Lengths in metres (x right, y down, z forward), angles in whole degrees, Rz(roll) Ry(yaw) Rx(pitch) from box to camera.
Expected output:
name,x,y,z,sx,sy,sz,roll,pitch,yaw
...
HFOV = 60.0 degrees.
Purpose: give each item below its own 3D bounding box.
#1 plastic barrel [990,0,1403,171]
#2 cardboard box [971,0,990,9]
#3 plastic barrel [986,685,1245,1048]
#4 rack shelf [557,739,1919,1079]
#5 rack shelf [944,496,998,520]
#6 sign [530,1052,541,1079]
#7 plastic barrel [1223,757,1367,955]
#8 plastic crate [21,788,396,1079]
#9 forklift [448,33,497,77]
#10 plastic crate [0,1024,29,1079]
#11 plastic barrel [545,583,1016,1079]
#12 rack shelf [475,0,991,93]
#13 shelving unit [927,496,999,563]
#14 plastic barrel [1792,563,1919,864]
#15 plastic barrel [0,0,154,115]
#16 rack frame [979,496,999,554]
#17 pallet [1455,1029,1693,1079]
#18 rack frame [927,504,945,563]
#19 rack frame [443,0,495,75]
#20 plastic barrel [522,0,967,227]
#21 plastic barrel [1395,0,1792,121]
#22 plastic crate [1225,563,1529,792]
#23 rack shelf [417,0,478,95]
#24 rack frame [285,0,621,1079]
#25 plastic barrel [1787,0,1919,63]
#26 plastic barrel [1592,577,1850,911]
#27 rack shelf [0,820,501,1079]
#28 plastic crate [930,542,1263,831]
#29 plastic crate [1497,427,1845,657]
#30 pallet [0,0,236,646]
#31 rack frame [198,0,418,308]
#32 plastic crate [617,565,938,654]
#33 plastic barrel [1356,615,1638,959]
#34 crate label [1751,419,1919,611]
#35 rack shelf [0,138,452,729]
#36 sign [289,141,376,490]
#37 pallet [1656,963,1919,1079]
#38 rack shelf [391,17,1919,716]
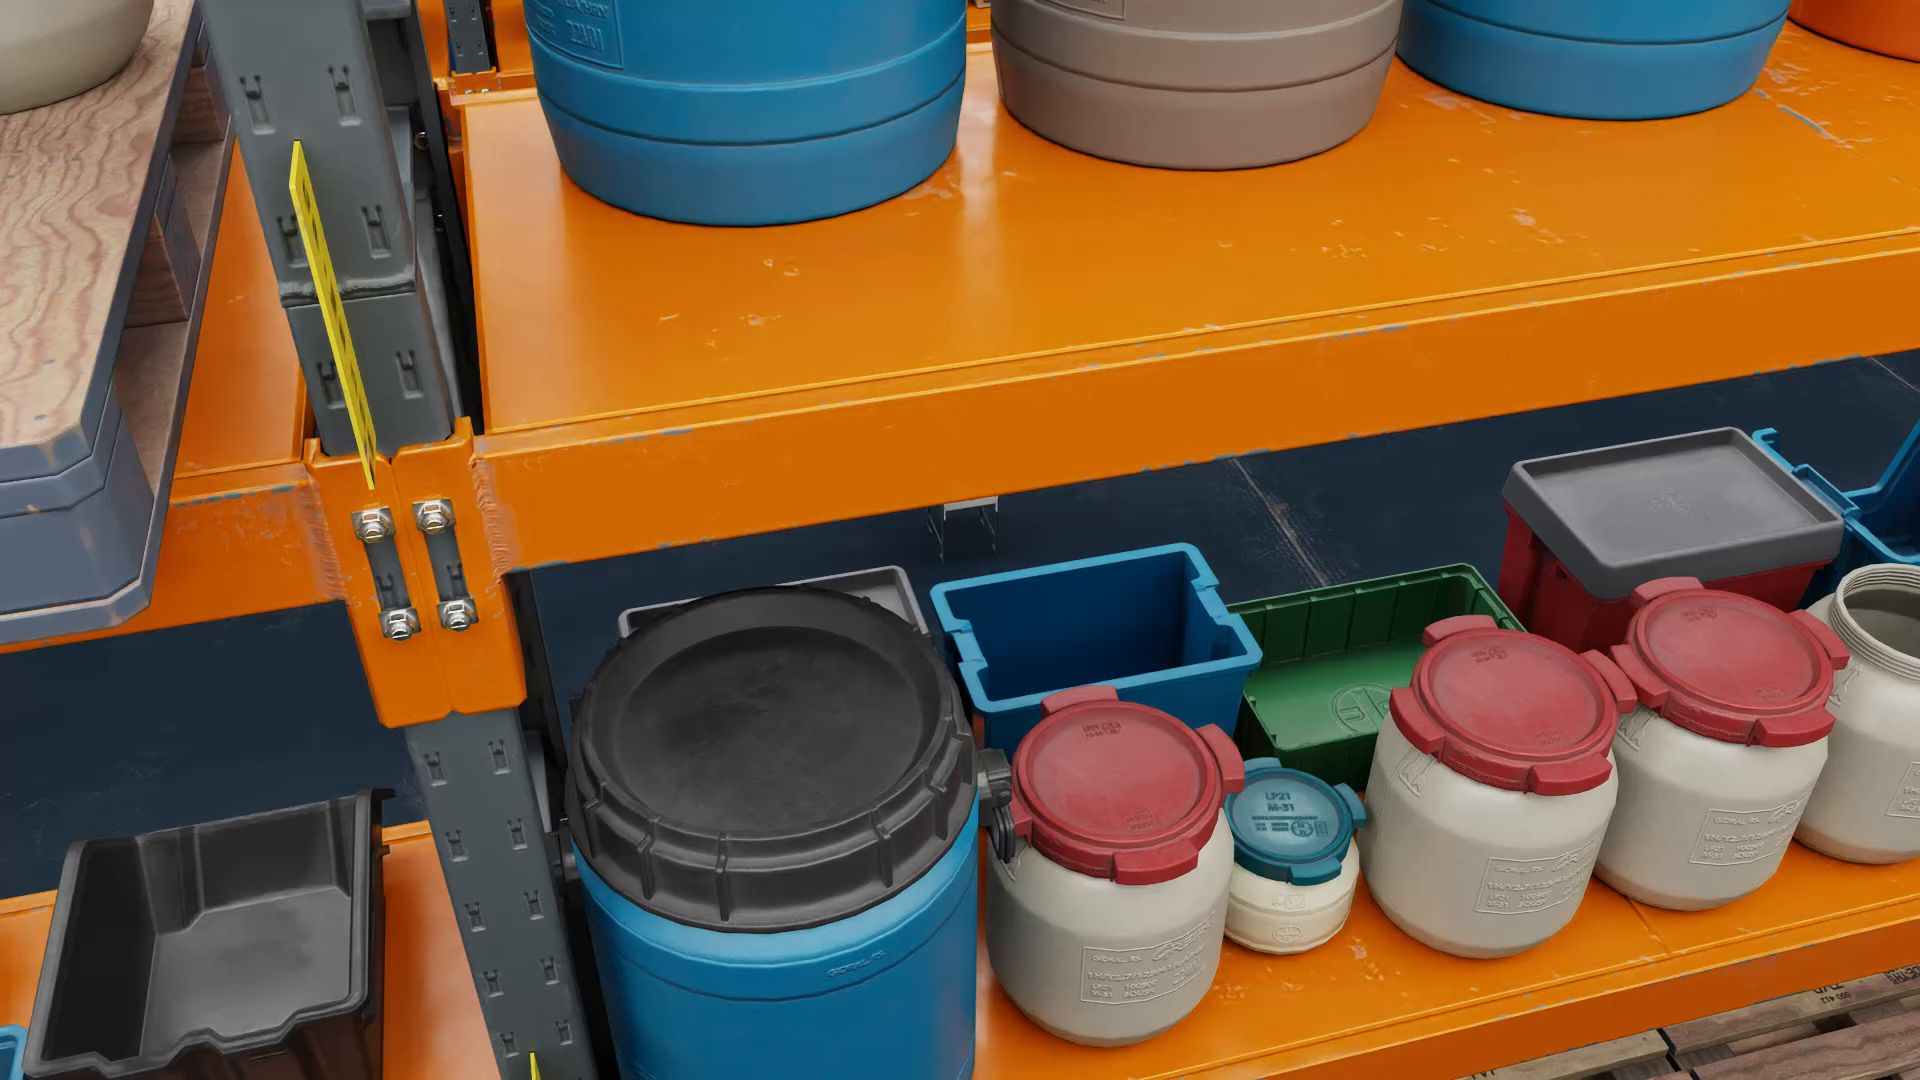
name,x,y,z,sx,sy,sz,roll,pitch,yaw
plastic barrel,0.343,-1.037,2.256,0.600,0.901,0.600,0,37,0
cardboard box,0.235,-2.639,7.149,0.500,0.500,0.500,-11,39,-14
plastic barrel,0.258,0.588,2.901,0.433,0.535,0.433,0,37,0
rack shelf,1.208,0.634,3.545,4.000,0.370,1.077,-9,38,-12
rack shelf,0.008,-0.189,6.108,0.200,0.077,0.258,-9,38,-12
sign,-0.591,0.879,2.404,0.005,0.325,0.100,-9,38,-12
plastic barrel,0.595,0.600,3.111,0.301,0.262,0.301,0,37,0
plastic crate,-1.262,0.698,2.920,0.504,0.338,0.767,-9,38,-12
forklift,-2.003,-3.845,8.864,3.031,2.935,1.130,-21,42,-25
plastic crate,-1.721,1.058,2.520,0.616,0.251,0.499,-9,38,-12
plastic barrel,-0.271,0.582,2.608,0.708,0.901,0.600,-9,38,-12
rack shelf,-0.080,-2.273,7.344,4.000,0.370,1.077,-9,38,-12
shelving unit,0.008,-0.359,5.978,0.210,0.900,0.258,-9,38,-12
plastic barrel,1.794,0.342,3.243,0.421,0.512,0.421,0,37,0
plastic barrel,-1.190,-0.785,1.901,0.421,0.512,0.421,0,37,0
rack frame,0.106,-0.375,5.999,0.006,0.900,0.240,-9,38,-12
pallet,1.205,1.430,4.207,1.213,0.211,1.003,-9,38,-12
rack frame,-0.090,-0.343,5.957,0.006,0.900,0.240,-9,38,-12
rack frame,-2.011,-2.241,6.711,0.127,3.000,1.000,-9,38,-12
plastic barrel,-0.289,-0.934,2.120,0.708,0.901,0.600,-9,38,-12
plastic barrel,0.974,-1.141,2.391,0.708,0.901,0.600,-9,38,-12
plastic crate,0.884,0.307,3.554,0.662,0.188,0.450,-9,38,-12
rack shelf,-3.942,-1.639,6.516,4.000,0.370,1.077,-9,38,-12
rack frame,-0.723,0.665,2.912,0.127,3.000,1.000,-9,38,-12
plastic barrel,1.658,-1.225,2.560,0.708,0.830,0.600,-9,38,-12
plastic barrel,1.384,0.403,3.143,0.433,0.535,0.433,0,37,0
rack shelf,-2.654,1.267,2.717,4.000,0.370,1.077,-9,38,-12
plastic crate,0.261,0.314,3.384,0.575,0.384,0.392,-9,38,-12
plastic crate,1.499,0.082,3.621,0.583,0.464,0.402,-9,38,-12
pallet,-1.394,-0.280,1.834,1.003,0.211,1.213,-9,38,-12
rack frame,-0.723,-1.718,1.090,0.127,3.000,1.000,-9,38,-12
plastic crate,-0.336,0.383,3.228,0.583,0.464,0.402,-9,38,-12
plastic barrel,0.966,0.472,3.053,0.433,0.535,0.433,0,37,0
crate label,2.109,0.016,3.732,0.616,0.435,0.502,-9,38,-12
rack shelf,-2.654,0.076,1.805,4.000,0.370,1.077,-9,38,-12
sign,-0.591,-0.206,1.574,0.005,0.325,0.100,-9,38,-12
pallet,2.380,1.238,4.457,1.213,0.211,1.003,-9,38,-12
rack shelf,1.208,-0.558,2.634,4.000,0.370,1.077,-9,38,-12
